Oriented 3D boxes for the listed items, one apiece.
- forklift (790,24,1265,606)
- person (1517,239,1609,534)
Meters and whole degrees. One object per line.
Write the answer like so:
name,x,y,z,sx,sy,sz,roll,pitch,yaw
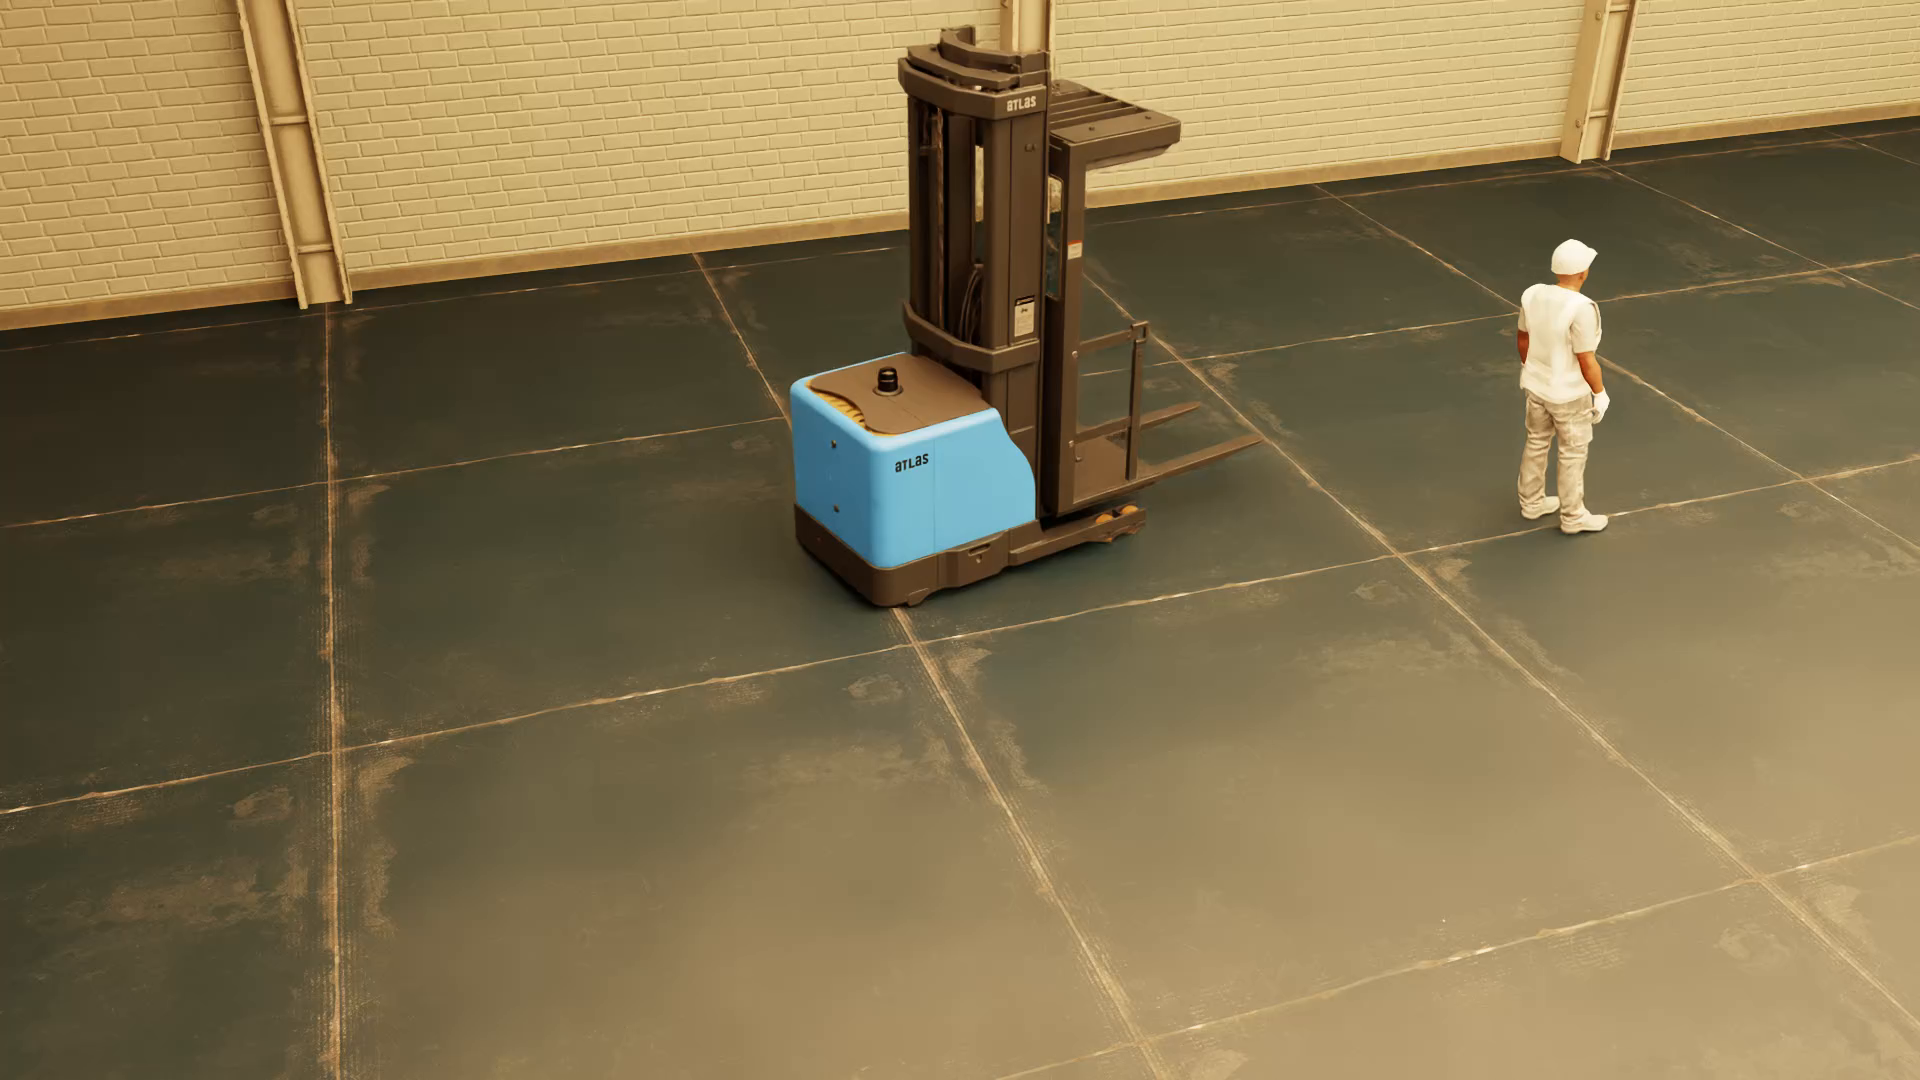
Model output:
forklift,0.525,-1.455,9.617,3.031,2.935,1.130,-18,35,-29
person,3.594,-0.921,9.828,0.562,1.785,0.654,-13,32,-21
